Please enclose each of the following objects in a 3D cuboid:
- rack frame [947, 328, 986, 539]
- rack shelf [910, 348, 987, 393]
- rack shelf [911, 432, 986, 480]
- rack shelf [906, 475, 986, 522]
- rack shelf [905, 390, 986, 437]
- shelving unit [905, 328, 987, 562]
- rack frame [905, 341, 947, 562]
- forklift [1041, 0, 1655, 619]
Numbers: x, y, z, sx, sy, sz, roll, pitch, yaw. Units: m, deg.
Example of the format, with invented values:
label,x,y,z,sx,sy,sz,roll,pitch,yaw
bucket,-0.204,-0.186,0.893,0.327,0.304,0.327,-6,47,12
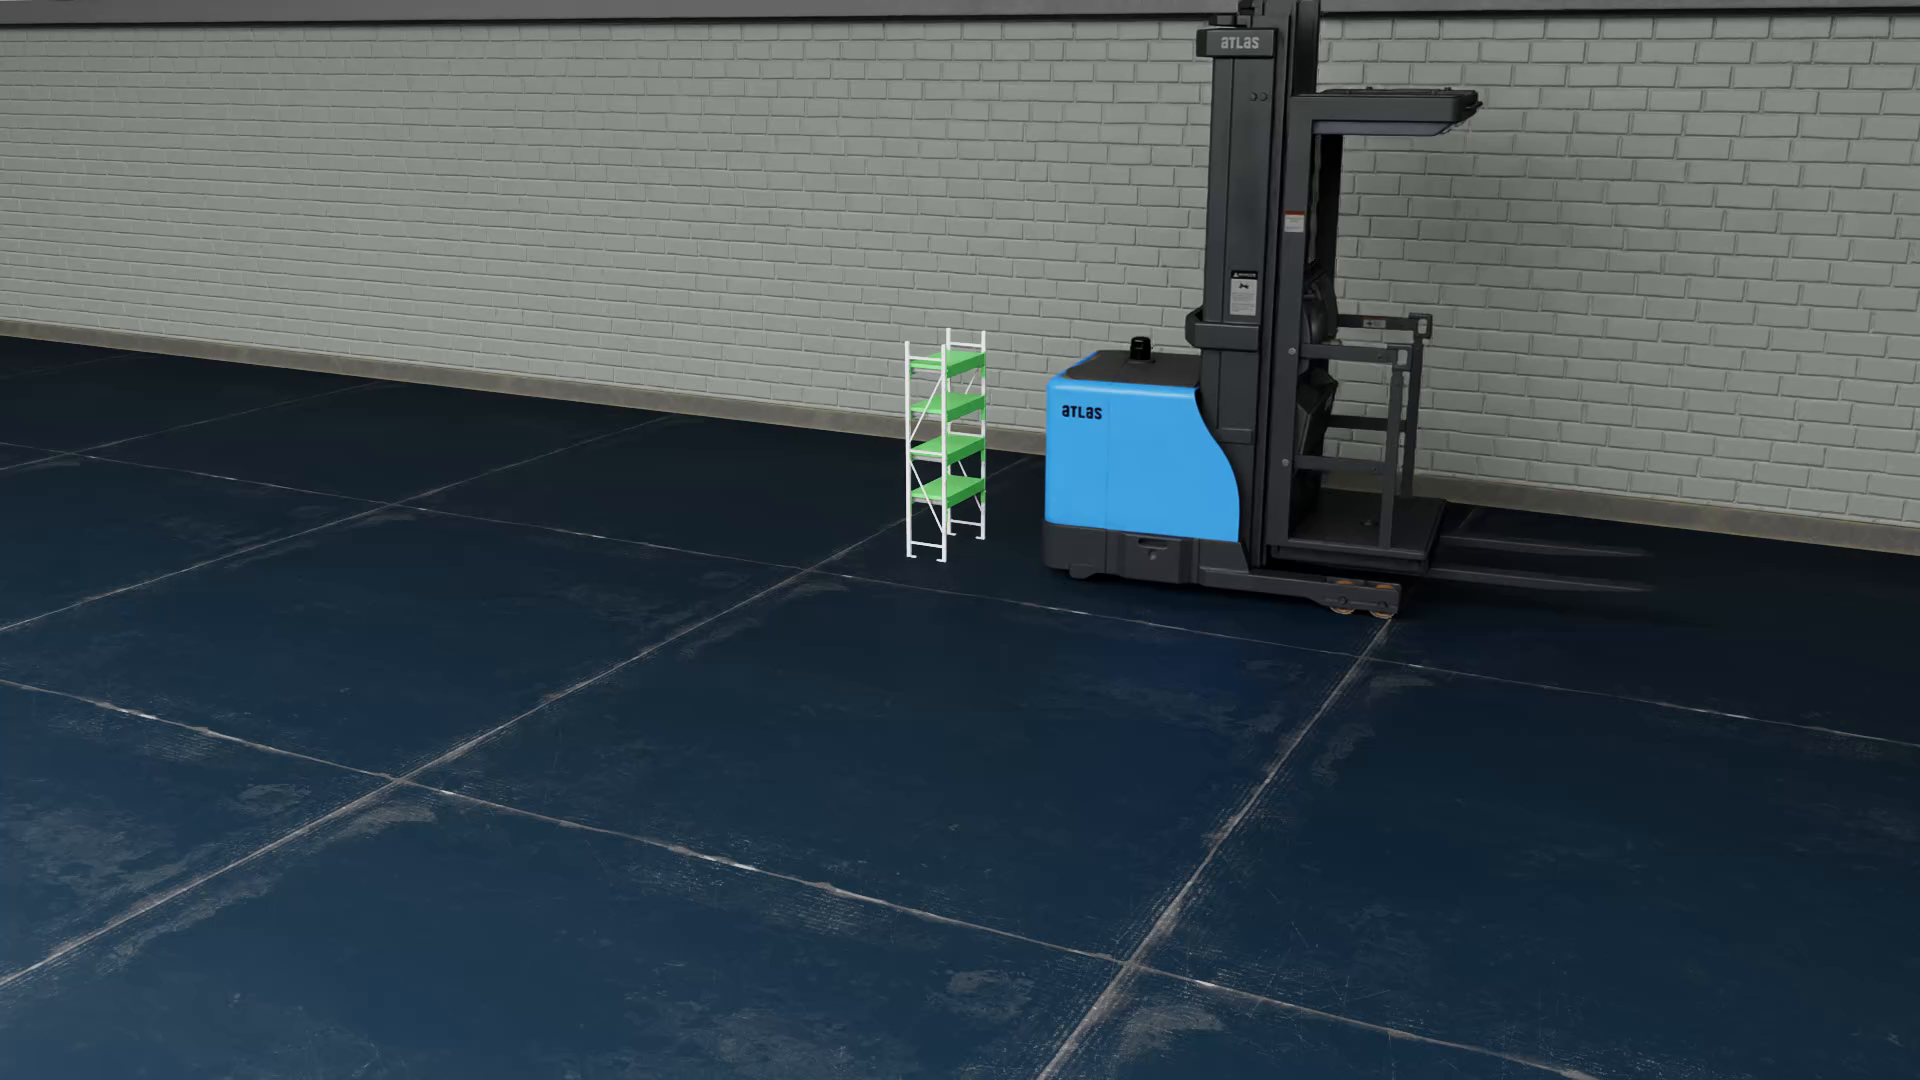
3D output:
label,x,y,z,sx,sy,sz,roll,pitch,yaw
rack frame,0.035,-0.595,9.421,0.240,1.200,0.015,8,18,25
rack shelf,-0.074,-0.932,9.093,0.258,0.148,0.480,8,18,25
rack shelf,-0.074,-0.472,9.230,0.258,0.148,0.480,8,18,25
rack shelf,-0.074,-0.242,9.298,0.258,0.148,0.480,8,18,25
rack shelf,-0.074,-0.702,9.161,0.258,0.148,0.480,8,18,25
shelving unit,-0.074,-0.533,9.212,0.258,1.200,0.503,8,18,25
rack frame,-0.183,-0.471,9.002,0.240,1.200,0.015,8,18,25
forklift,2.006,-1.187,8.374,3.031,2.935,1.130,6,18,19
